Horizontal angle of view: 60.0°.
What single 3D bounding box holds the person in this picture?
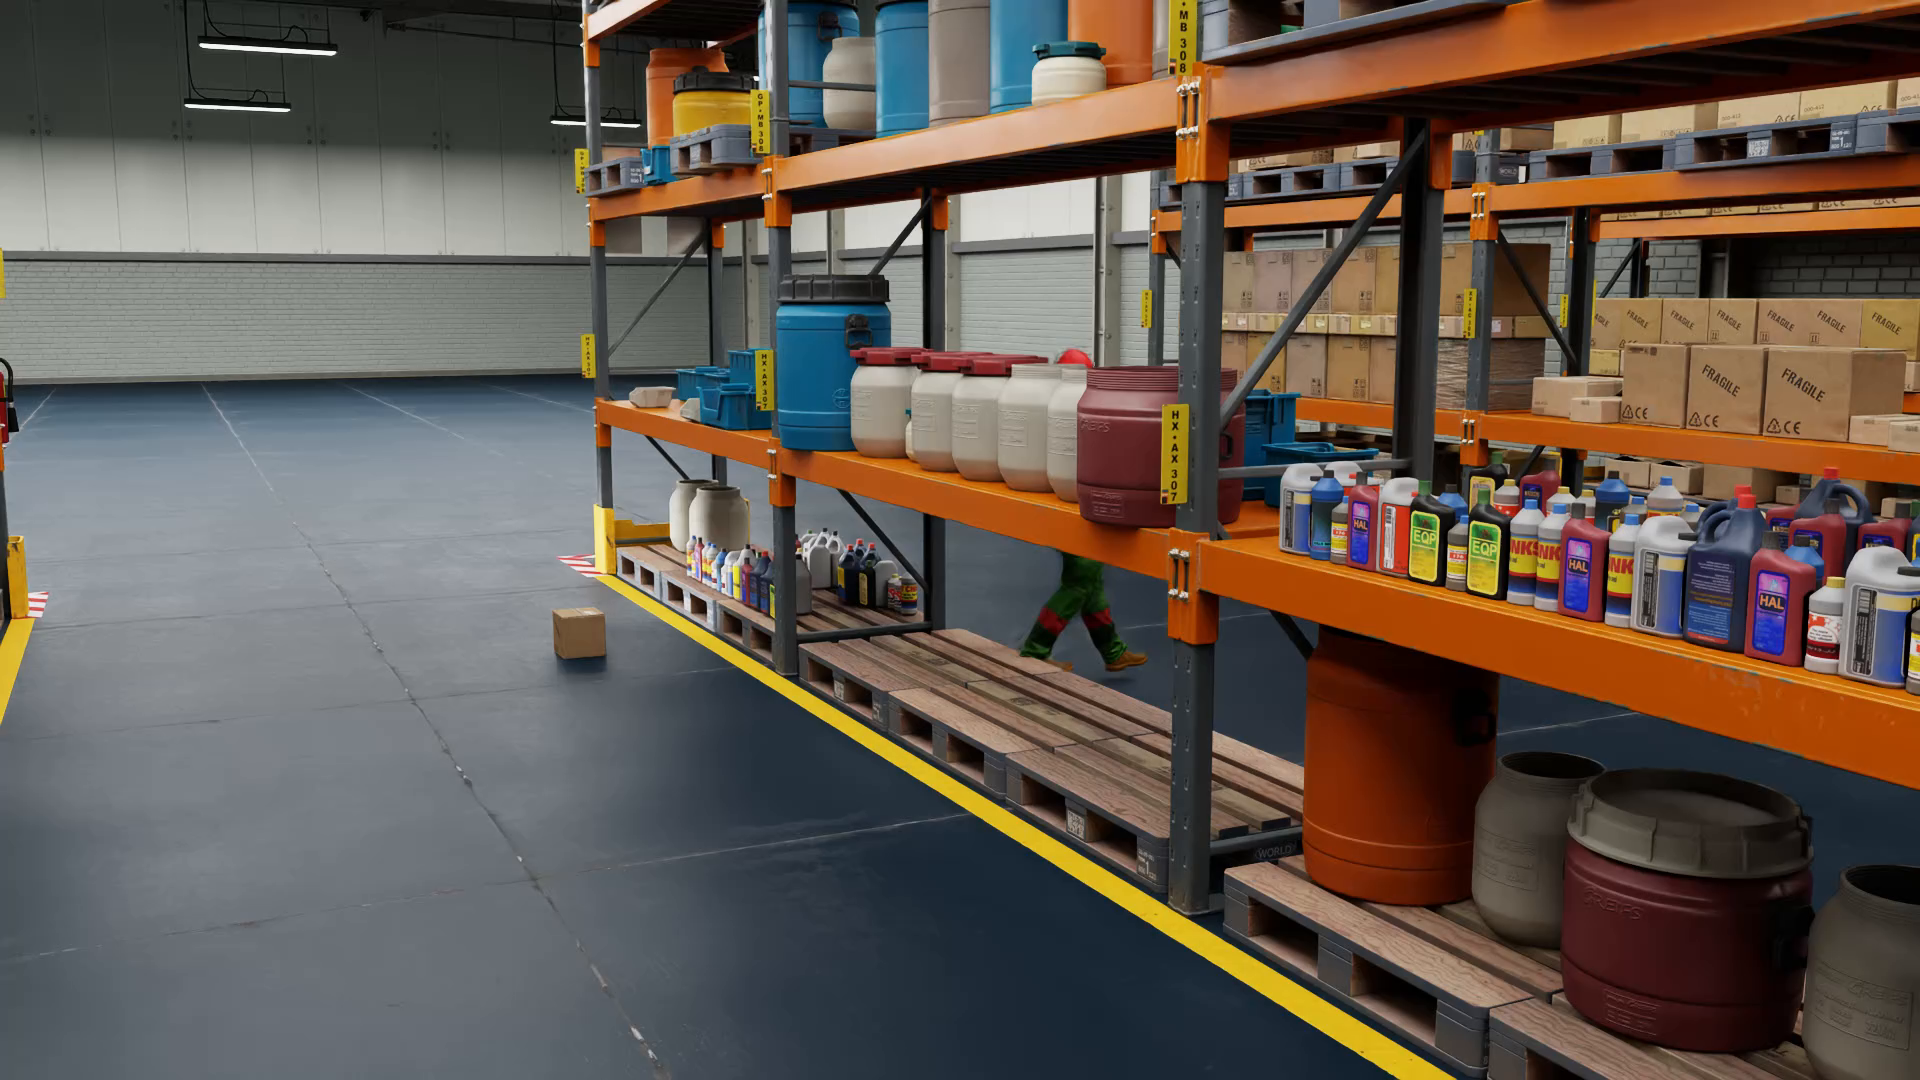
[{"bbox_3d":[0.699,-0.136,8.844,0.842,1.750,0.630,-4,9,-25],"label":"person"}]
